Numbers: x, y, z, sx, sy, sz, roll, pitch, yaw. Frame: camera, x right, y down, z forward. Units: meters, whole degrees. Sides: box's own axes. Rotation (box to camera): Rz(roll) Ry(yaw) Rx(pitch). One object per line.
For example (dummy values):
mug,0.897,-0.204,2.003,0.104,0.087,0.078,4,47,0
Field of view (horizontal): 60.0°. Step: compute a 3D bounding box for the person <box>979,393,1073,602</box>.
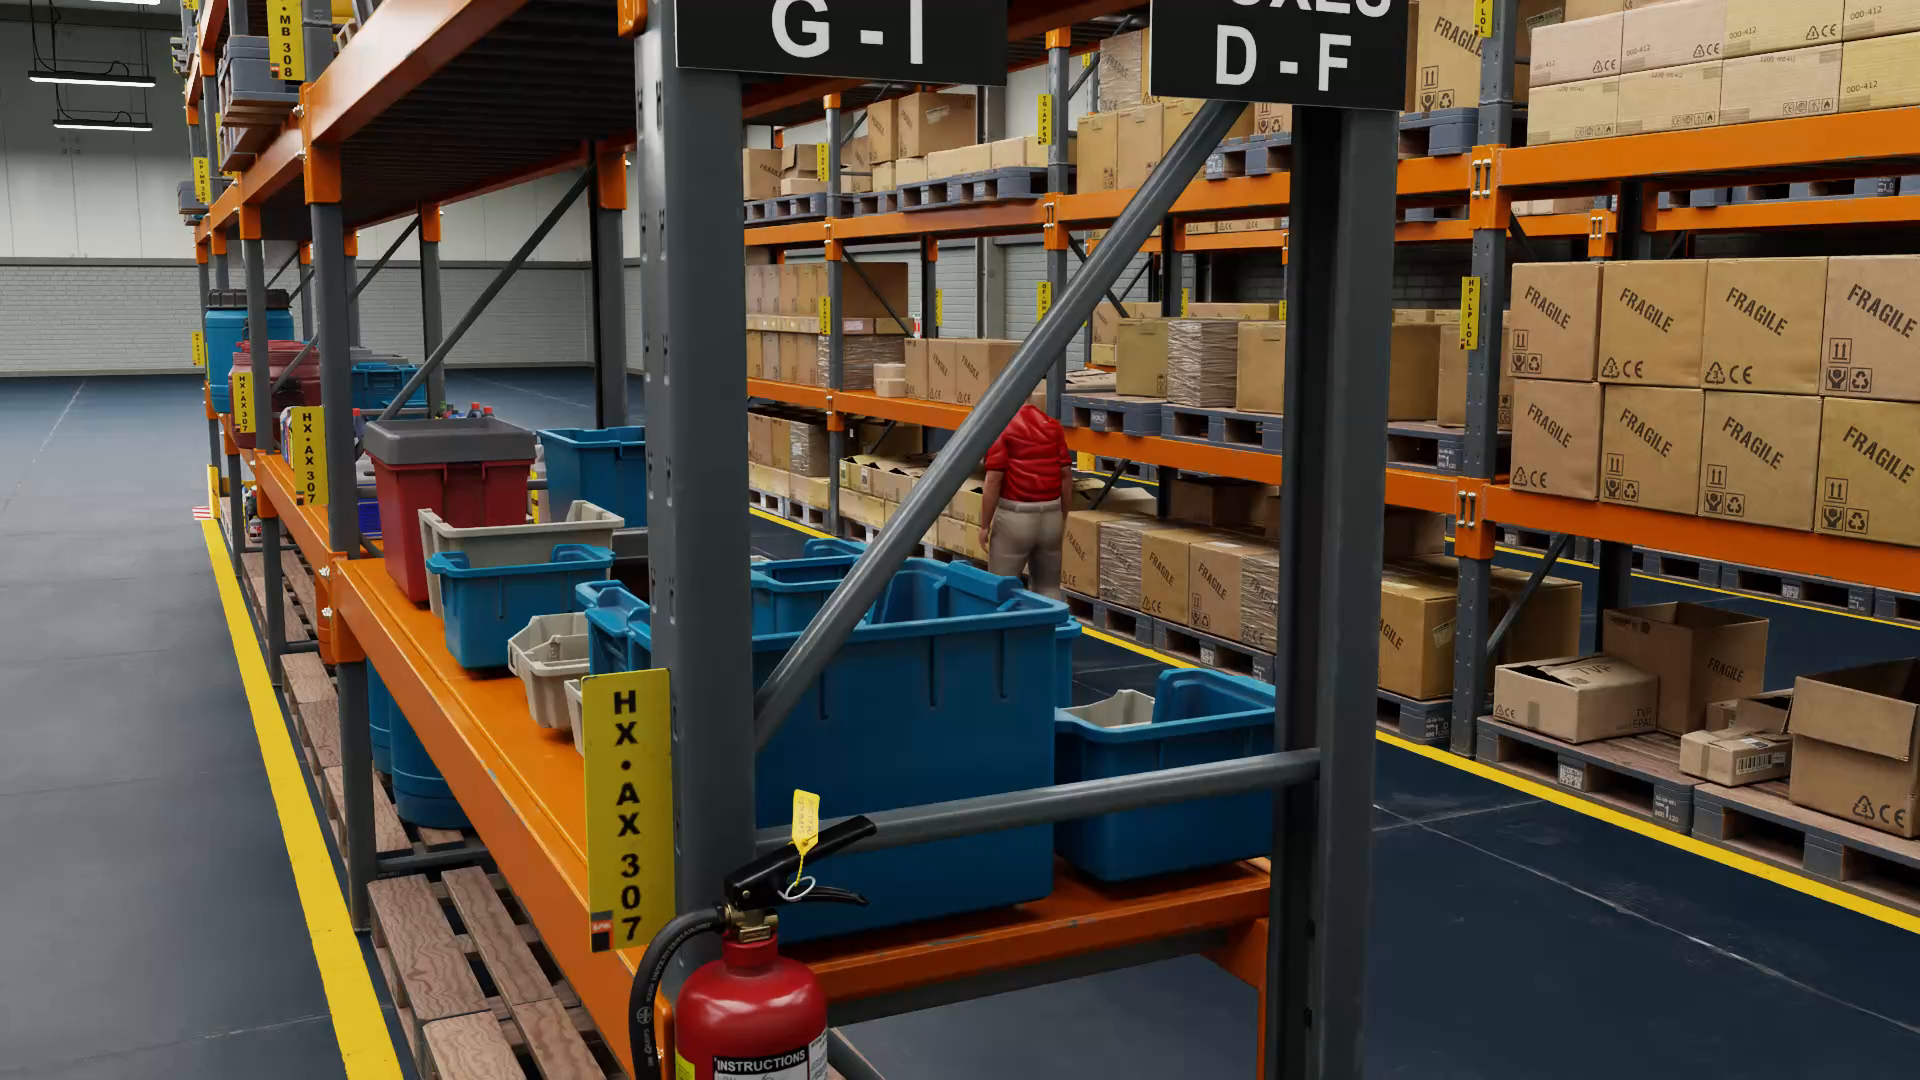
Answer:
person,0.365,-0.081,9.434,0.590,1.725,0.393,-4,10,-28
